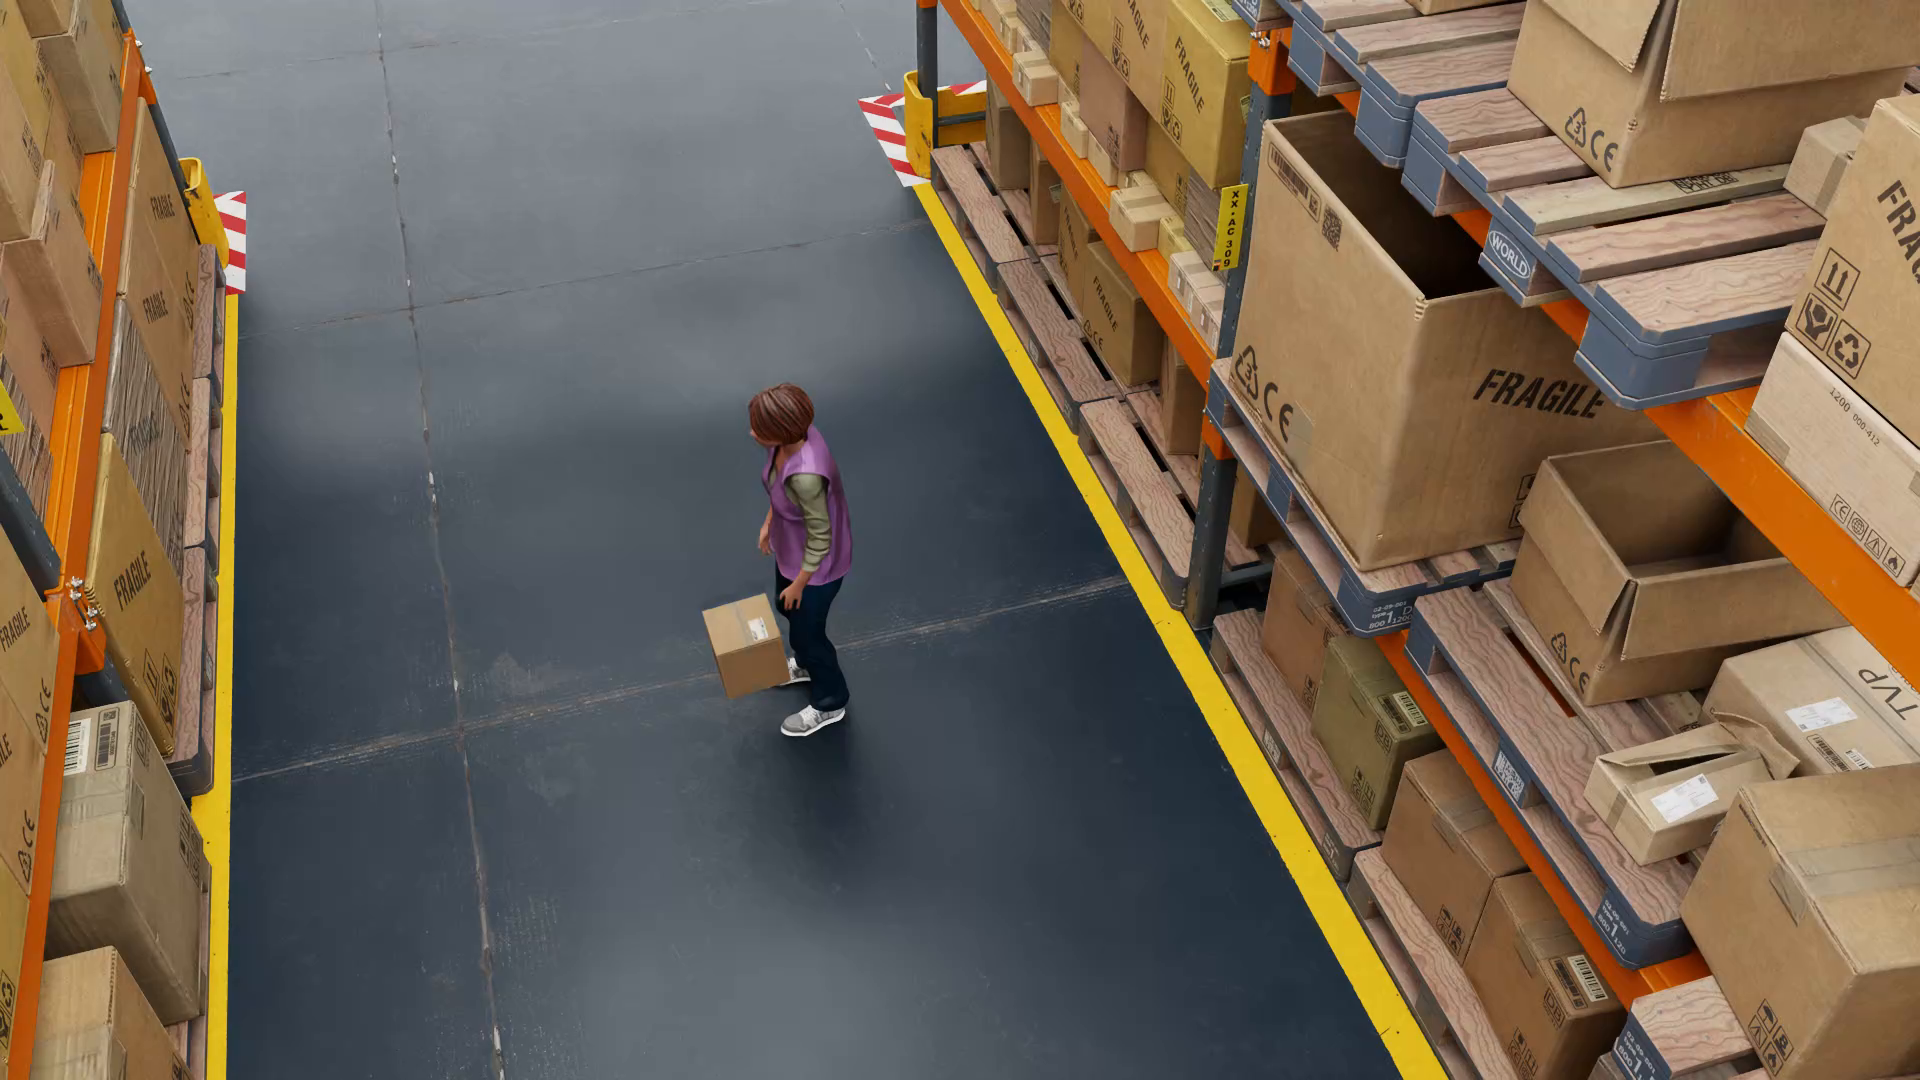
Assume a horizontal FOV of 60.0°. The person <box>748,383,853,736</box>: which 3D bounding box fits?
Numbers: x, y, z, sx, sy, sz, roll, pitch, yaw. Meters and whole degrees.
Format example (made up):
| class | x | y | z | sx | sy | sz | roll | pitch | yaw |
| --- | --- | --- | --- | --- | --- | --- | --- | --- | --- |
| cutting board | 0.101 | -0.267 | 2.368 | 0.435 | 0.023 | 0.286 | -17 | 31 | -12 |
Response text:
| class | x | y | z | sx | sy | sz | roll | pitch | yaw |
| --- | --- | --- | --- | --- | --- | --- | --- | --- | --- |
| person | -0.576 | 0.065 | 6.096 | 0.343 | 1.597 | 0.453 | -13 | 44 | -14 |
